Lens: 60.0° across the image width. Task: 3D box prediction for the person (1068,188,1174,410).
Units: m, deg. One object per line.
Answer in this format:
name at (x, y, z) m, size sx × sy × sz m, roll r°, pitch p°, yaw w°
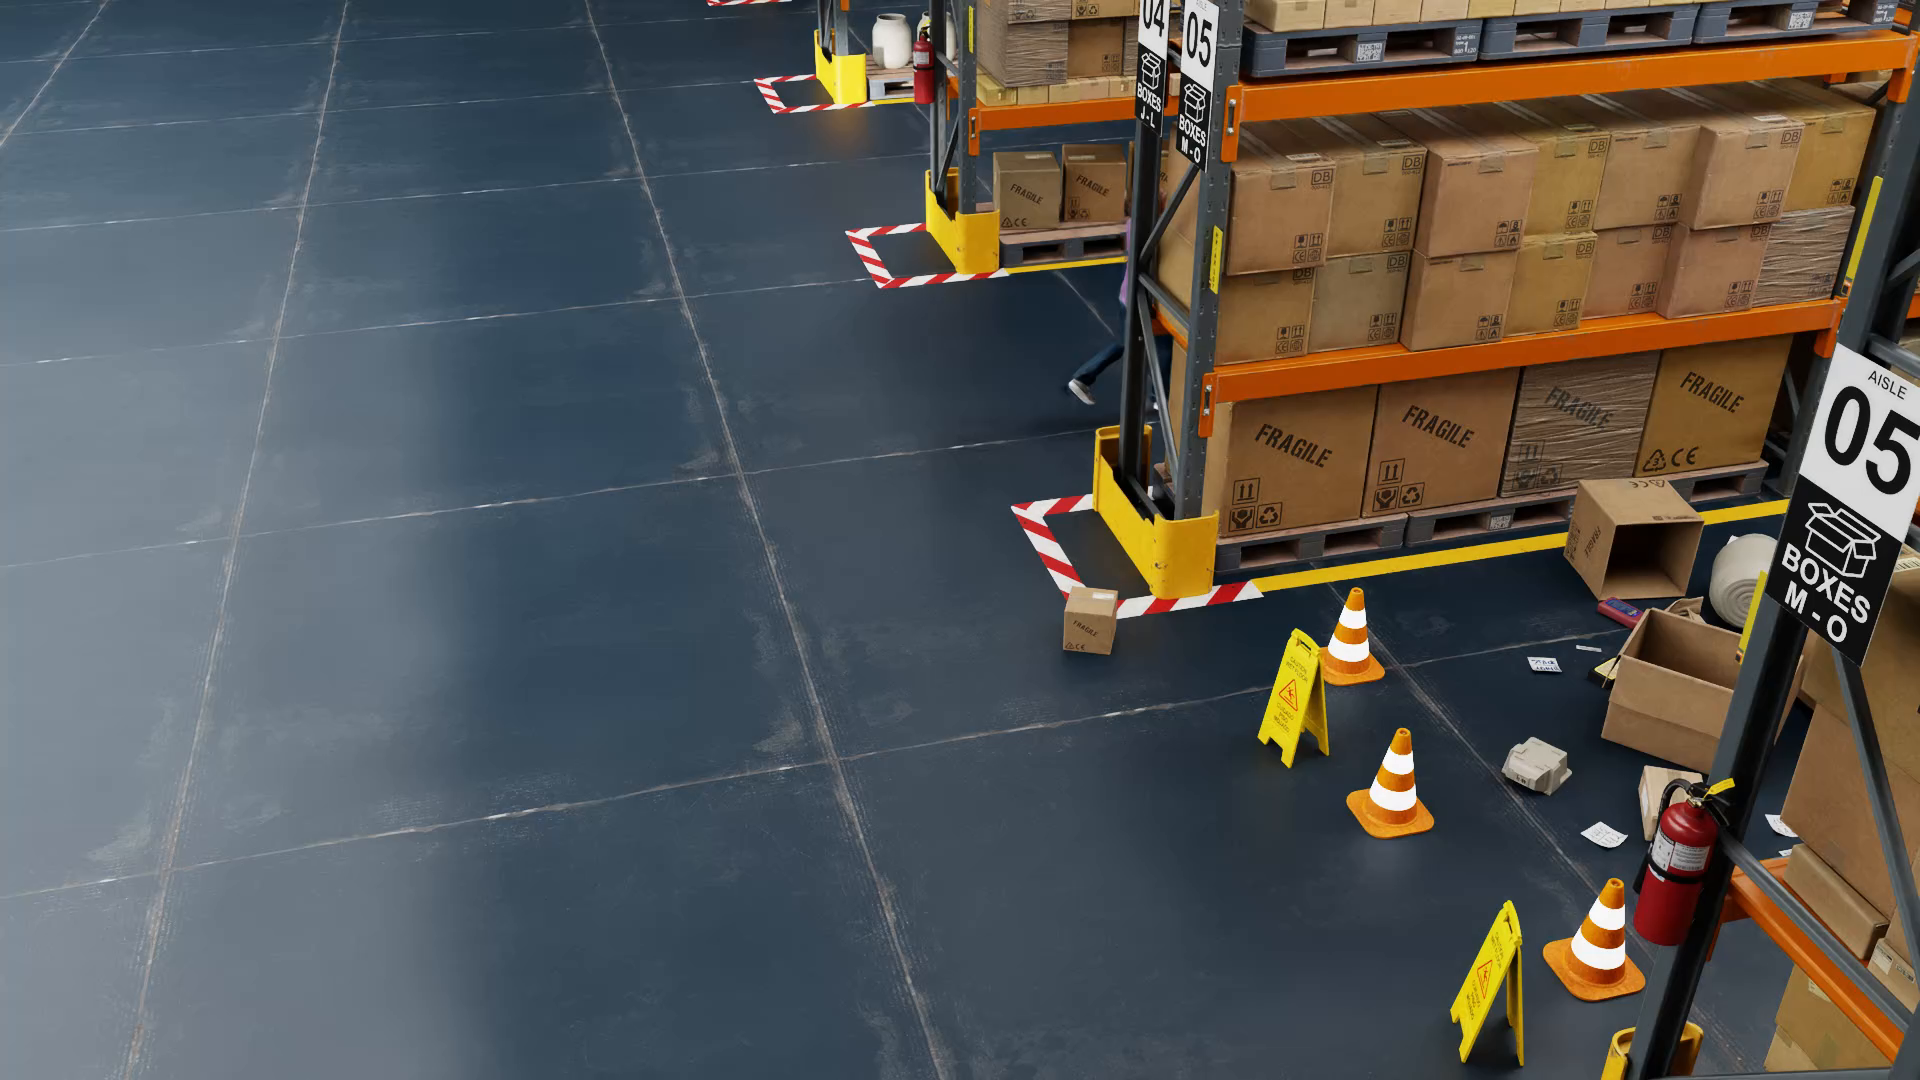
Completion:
person at (1.143, -1.549, 10.835) m, size 0.861 × 1.555 × 0.437 m, roll -12°, pitch 33°, yaw -19°
